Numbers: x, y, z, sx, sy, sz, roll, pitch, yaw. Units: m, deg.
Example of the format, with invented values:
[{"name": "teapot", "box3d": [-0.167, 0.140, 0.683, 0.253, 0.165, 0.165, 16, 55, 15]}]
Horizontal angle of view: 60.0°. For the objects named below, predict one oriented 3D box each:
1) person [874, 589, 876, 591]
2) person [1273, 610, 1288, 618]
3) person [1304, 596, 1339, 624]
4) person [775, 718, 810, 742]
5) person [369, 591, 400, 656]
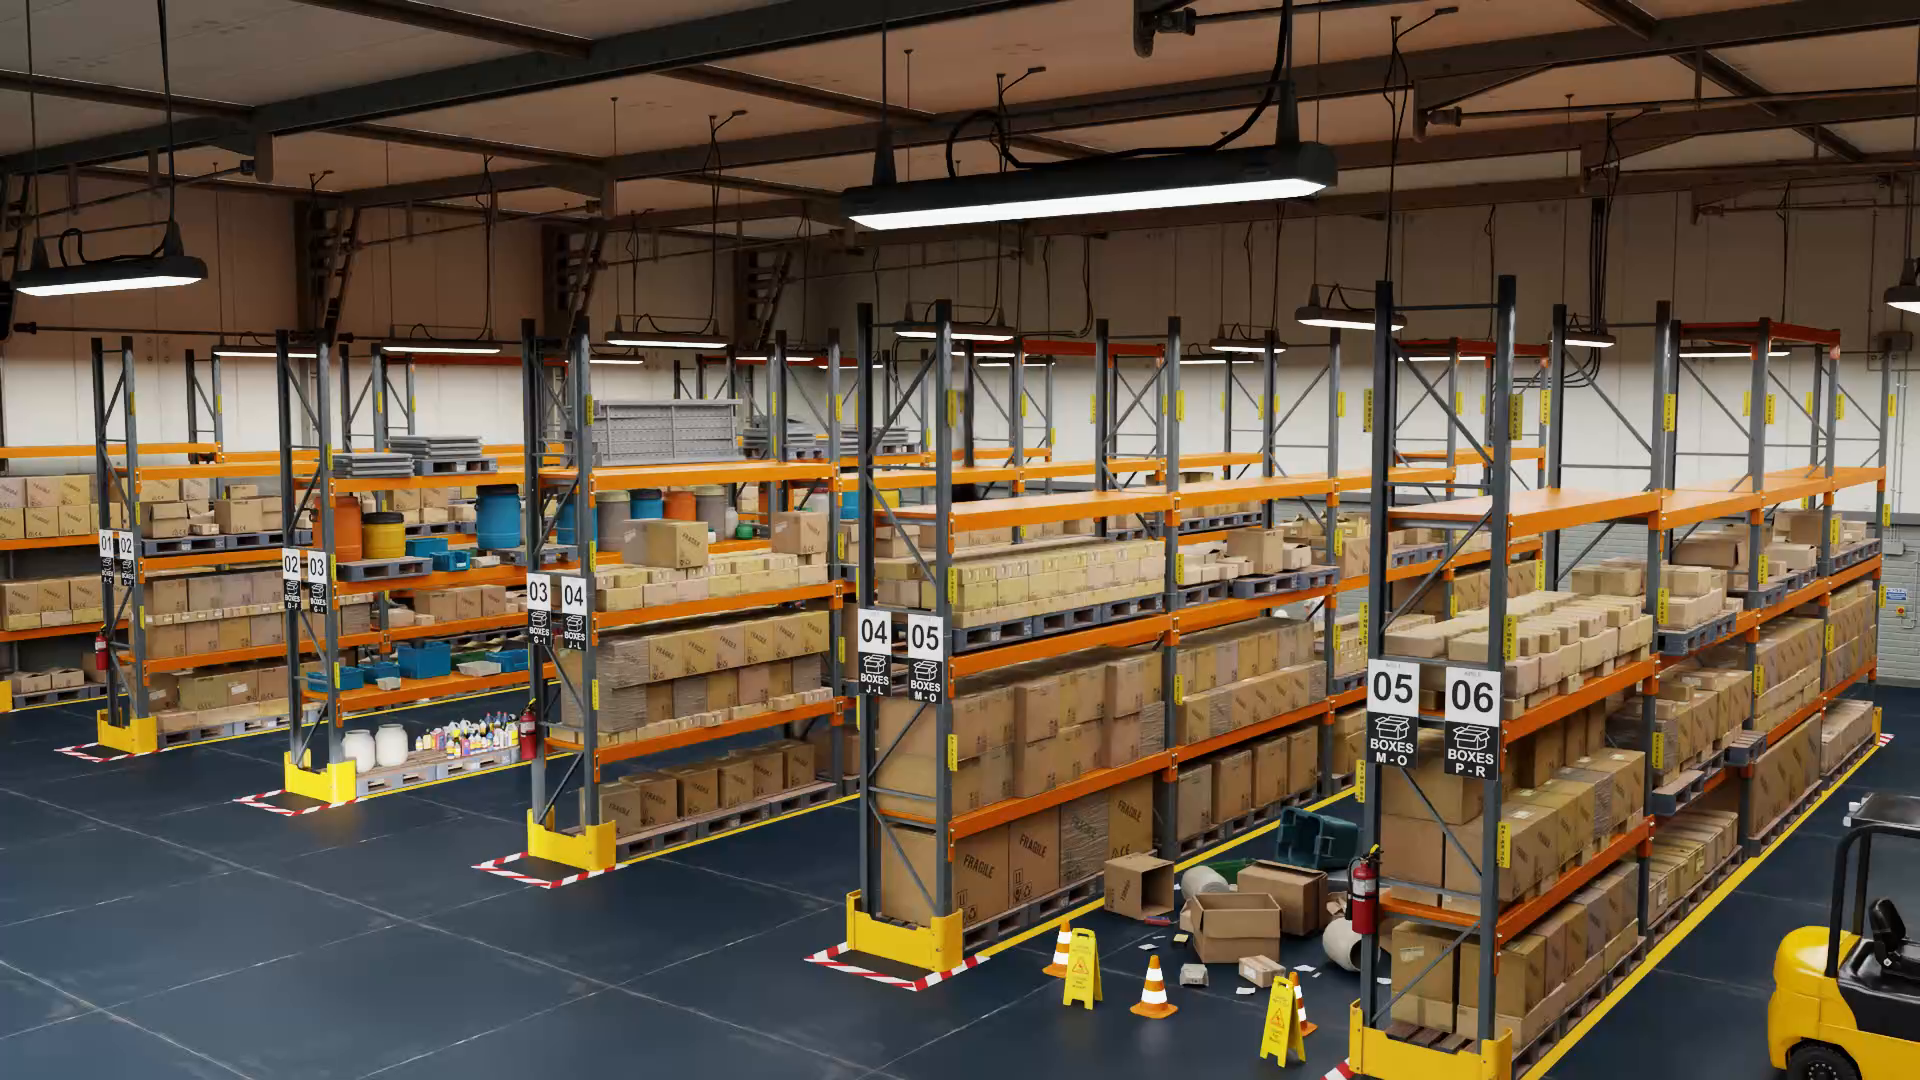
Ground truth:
[{"name": "person", "box3d": [-1.976, 1.065, 38.036, 0.842, 1.613, 0.525, 5, 7, 44]}, {"name": "person", "box3d": [5.286, 1.988, 26.892, 0.675, 1.750, 0.806, 4, 6, 39]}, {"name": "person", "box3d": [6.862, 1.553, 31.538, 0.664, 1.733, 0.622, 0, 5, 0]}, {"name": "person", "box3d": [-2.344, 2.295, 23.277, 0.651, 1.669, 0.671, 3, 6, 31]}, {"name": "person", "box3d": [-10.437, 1.677, 29.985, 0.635, 1.753, 0.907, 3, 6, 29]}]
